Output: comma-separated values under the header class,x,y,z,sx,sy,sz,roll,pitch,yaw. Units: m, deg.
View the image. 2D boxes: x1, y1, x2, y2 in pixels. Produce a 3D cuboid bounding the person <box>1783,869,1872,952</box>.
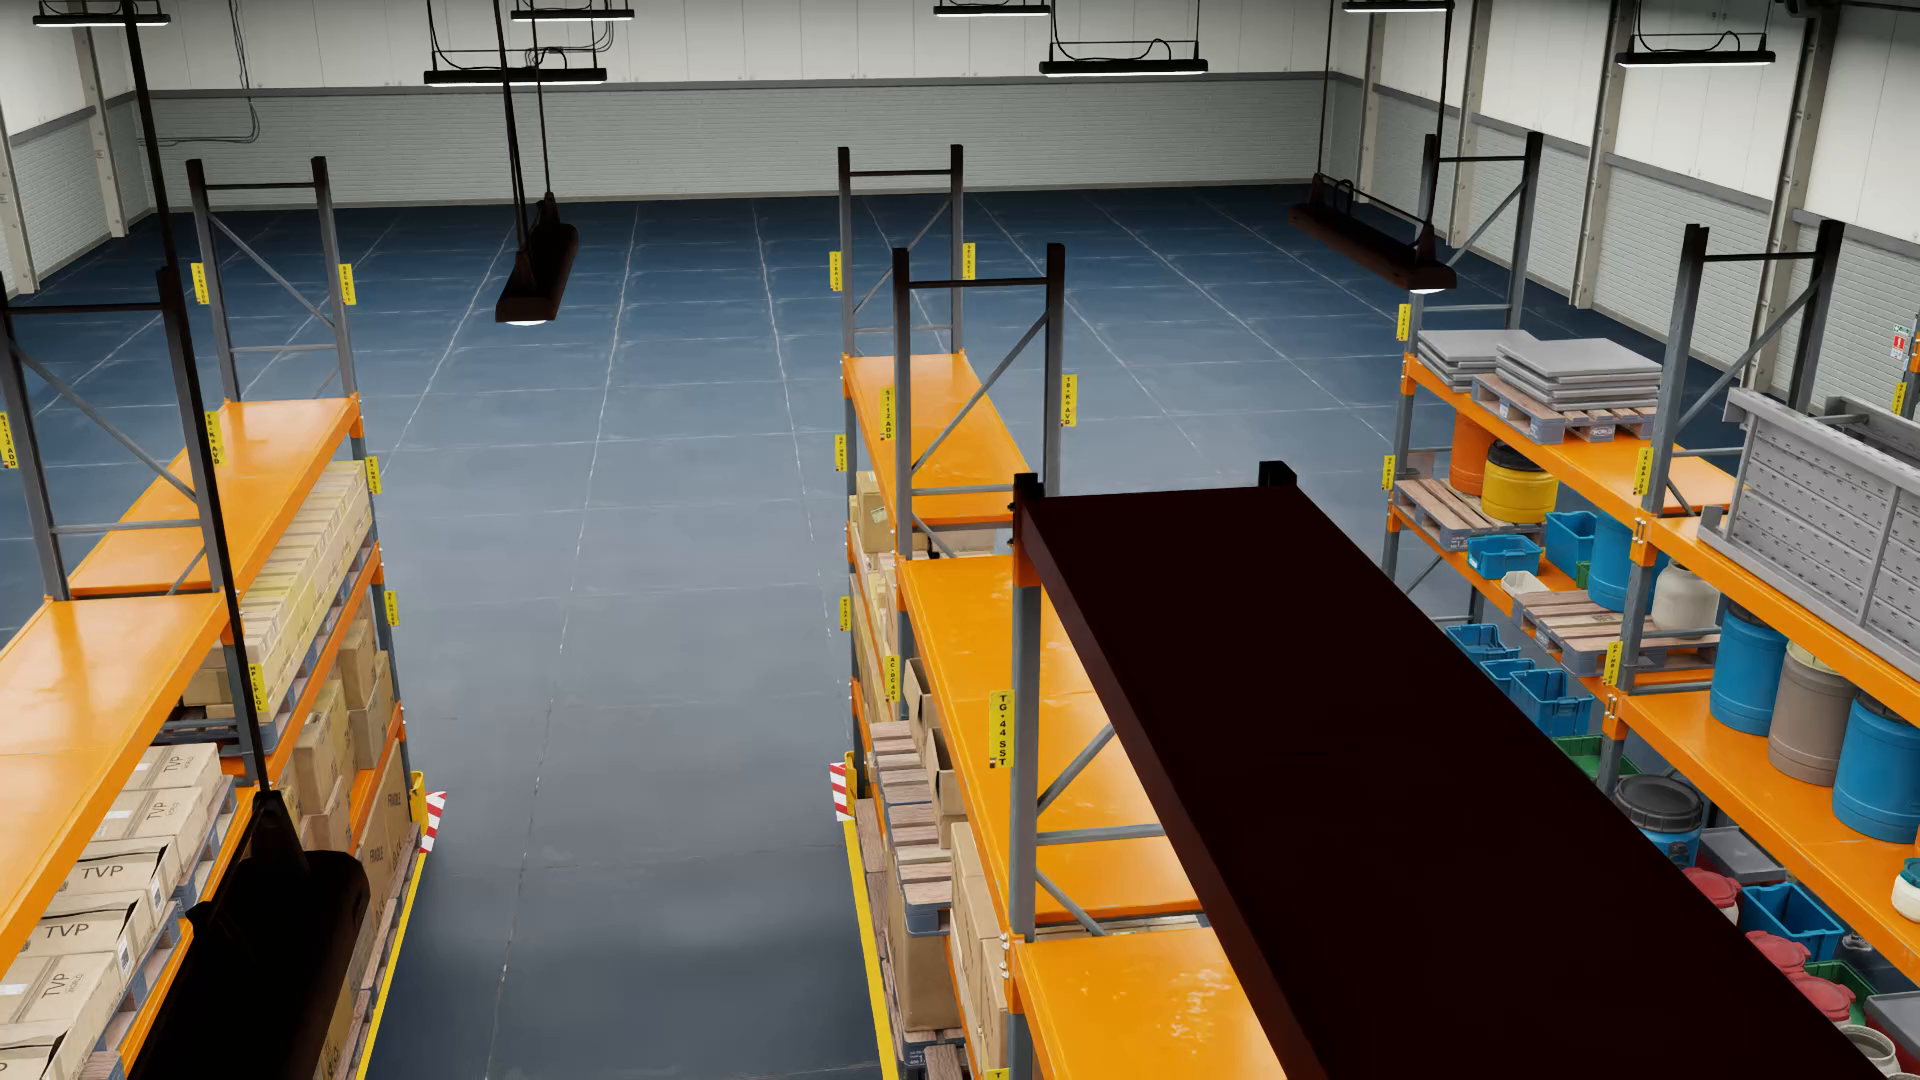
class,x,y,z,sx,sy,sz,roll,pitch,yaw
person,6.909,2.430,13.210,0.433,1.642,0.989,-7,23,-17
